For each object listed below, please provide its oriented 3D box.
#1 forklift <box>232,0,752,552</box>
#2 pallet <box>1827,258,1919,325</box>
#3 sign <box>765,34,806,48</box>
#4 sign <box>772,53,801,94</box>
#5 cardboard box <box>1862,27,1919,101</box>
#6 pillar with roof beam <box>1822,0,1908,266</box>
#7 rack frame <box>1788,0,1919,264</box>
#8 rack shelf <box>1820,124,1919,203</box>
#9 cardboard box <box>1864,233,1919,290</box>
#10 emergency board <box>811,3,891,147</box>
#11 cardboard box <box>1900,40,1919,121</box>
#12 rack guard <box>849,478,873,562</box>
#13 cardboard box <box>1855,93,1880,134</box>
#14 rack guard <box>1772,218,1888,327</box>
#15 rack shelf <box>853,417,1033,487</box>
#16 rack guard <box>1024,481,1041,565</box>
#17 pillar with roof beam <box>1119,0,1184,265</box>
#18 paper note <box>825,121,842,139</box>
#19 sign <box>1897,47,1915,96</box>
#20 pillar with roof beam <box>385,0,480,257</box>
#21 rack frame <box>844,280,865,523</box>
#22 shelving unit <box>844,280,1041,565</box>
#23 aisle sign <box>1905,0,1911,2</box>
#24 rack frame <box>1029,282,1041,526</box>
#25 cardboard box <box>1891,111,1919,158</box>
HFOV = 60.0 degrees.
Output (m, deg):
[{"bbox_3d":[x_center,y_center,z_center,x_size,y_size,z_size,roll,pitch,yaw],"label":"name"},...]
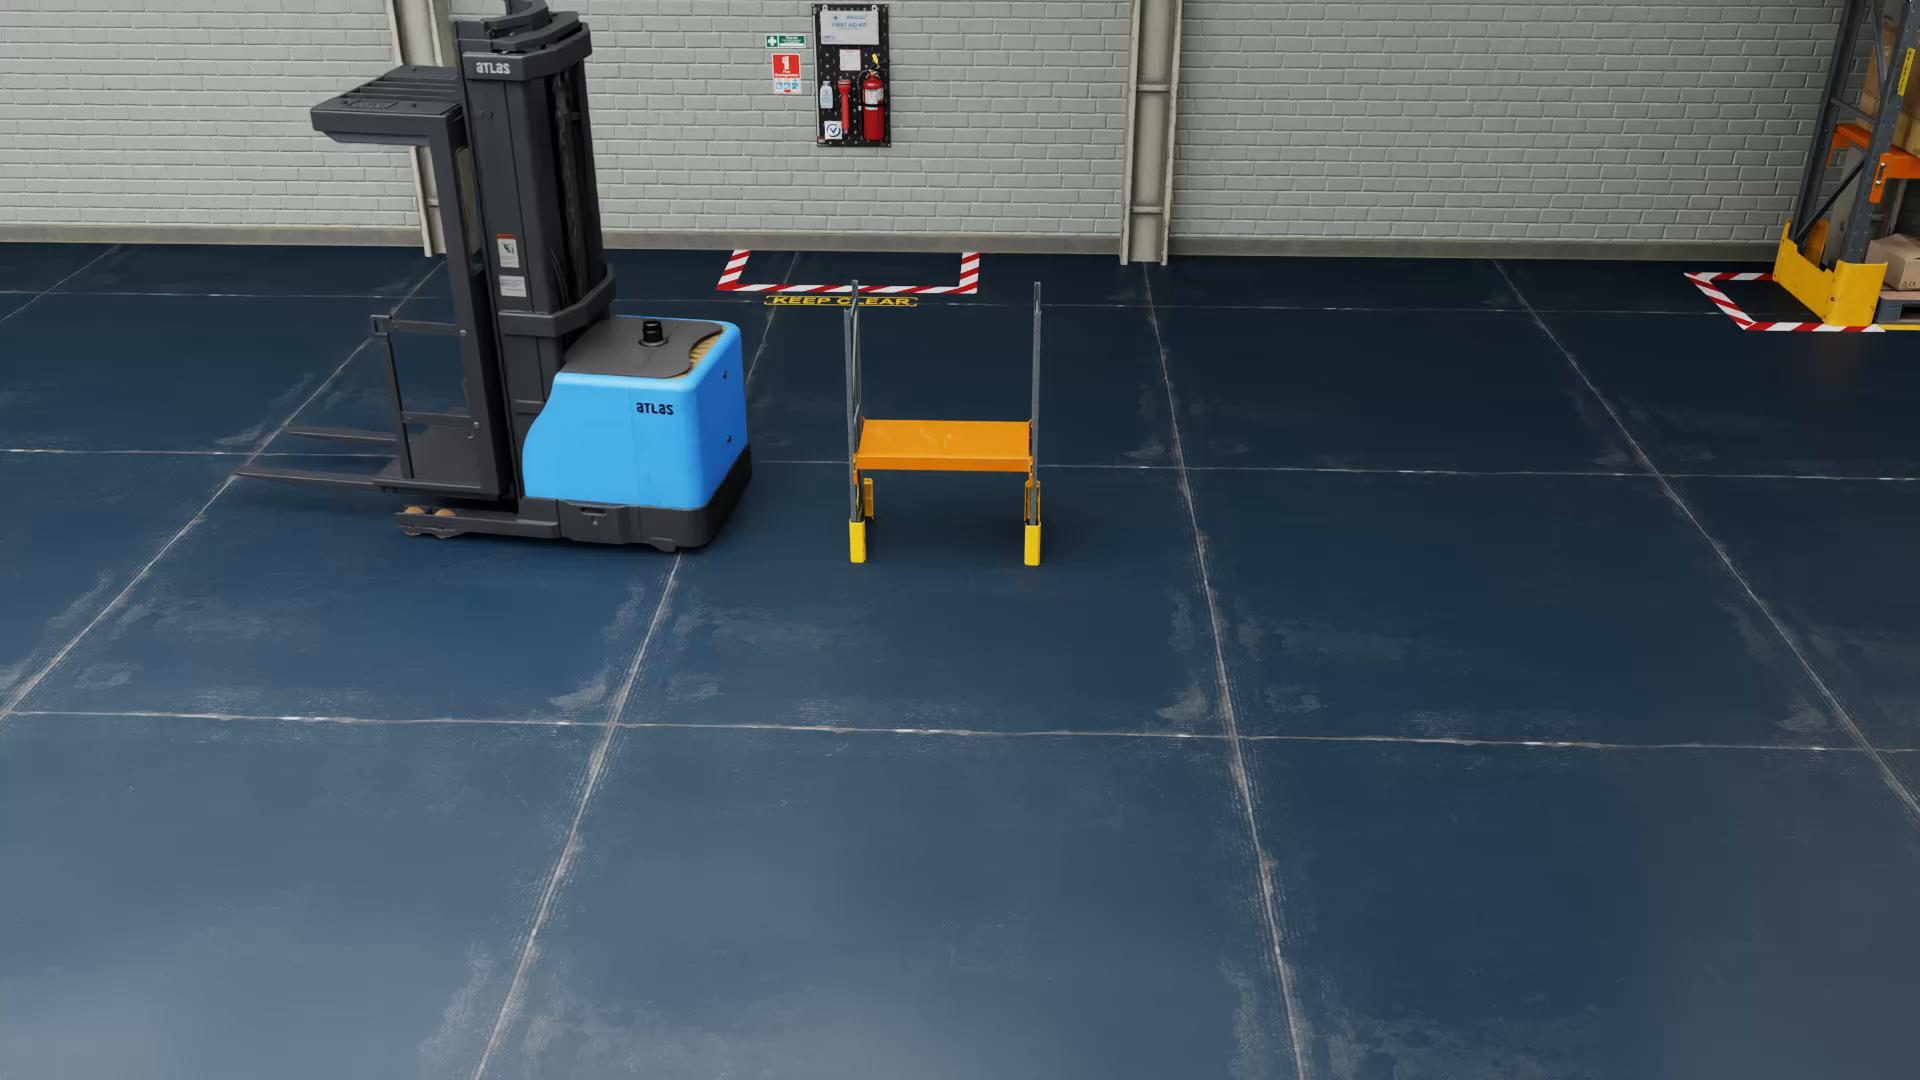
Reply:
[{"bbox_3d":[-2.857,-1.543,9.531,3.031,2.935,1.130,5,28,9],"label":"forklift"},{"bbox_3d":[7.729,-1.989,13.276,1.213,0.211,1.003,1,28,2],"label":"pallet"},{"bbox_3d":[-1.437,-4.106,13.689,0.331,0.109,0.001,1,28,2],"label":"sign"},{"bbox_3d":[-1.441,-3.876,13.821,0.234,0.329,0.001,1,28,2],"label":"sign"},{"bbox_3d":[7.321,-3.617,12.710,0.500,0.500,0.500,1,28,1],"label":"cardboard box"},{"bbox_3d":[7.421,-4.281,8.217,0.400,9.000,9.100,1,28,2],"label":"pillar with roof beam"},{"bbox_3d":[6.842,-3.252,12.682,0.127,3.000,1.000,1,28,2],"label":"rack frame"},{"bbox_3d":[8.841,-2.901,12.788,4.000,0.370,1.077,1,28,2],"label":"rack shelf"},{"bbox_3d":[7.531,-2.205,13.107,0.500,0.311,0.500,-2,28,-4],"label":"cardboard box"},{"bbox_3d":[-0.892,-3.803,13.722,0.643,1.169,0.194,1,28,2],"label":"emergency board"},{"bbox_3d":[7.309,-3.377,12.256,0.500,0.500,0.500,1,28,2],"label":"cardboard box"},{"bbox_3d":[-0.574,-0.120,9.709,0.087,0.250,0.587,1,28,2],"label":"rack guard"},{"bbox_3d":[7.316,-3.277,12.869,0.500,0.250,0.500,1,28,3],"label":"cardboard box"},{"bbox_3d":[6.918,-2.146,13.265,0.348,0.500,1.175,1,28,2],"label":"rack guard"},{"bbox_3d":[-0.085,-0.505,9.486,1.000,0.185,0.538,1,28,2],"label":"rack shelf"},{"bbox_3d":[0.422,-0.103,9.678,0.087,0.250,0.587,1,28,2],"label":"rack guard"},{"bbox_3d":[1.424,-4.380,8.404,0.400,9.000,9.100,1,28,2],"label":"pillar with roof beam"},{"bbox_3d":[-1.067,-3.449,13.994,0.142,0.148,0.016,1,28,2],"label":"paper note"},{"bbox_3d":[6.823,-3.380,12.000,0.005,0.325,0.100,1,28,2],"label":"sign"},{"bbox_3d":[-4.572,-4.479,8.592,0.400,9.000,9.100,1,28,2],"label":"pillar with roof beam"},{"bbox_3d":[-0.593,-0.672,9.417,0.032,1.500,0.500,1,28,2],"label":"rack frame"},{"bbox_3d":[-0.076,-0.664,9.401,1.083,1.500,0.587,1,28,2],"label":"shelving unit"},{"bbox_3d":[6.760,-4.261,11.810,0.004,0.787,0.394,1,28,2],"label":"aisle sign"},{"bbox_3d":[0.423,-0.656,9.386,0.032,1.500,0.500,1,28,2],"label":"rack frame"},{"bbox_3d":[7.319,-3.038,12.417,0.500,0.250,0.500,0,28,0],"label":"cardboard box"}]
